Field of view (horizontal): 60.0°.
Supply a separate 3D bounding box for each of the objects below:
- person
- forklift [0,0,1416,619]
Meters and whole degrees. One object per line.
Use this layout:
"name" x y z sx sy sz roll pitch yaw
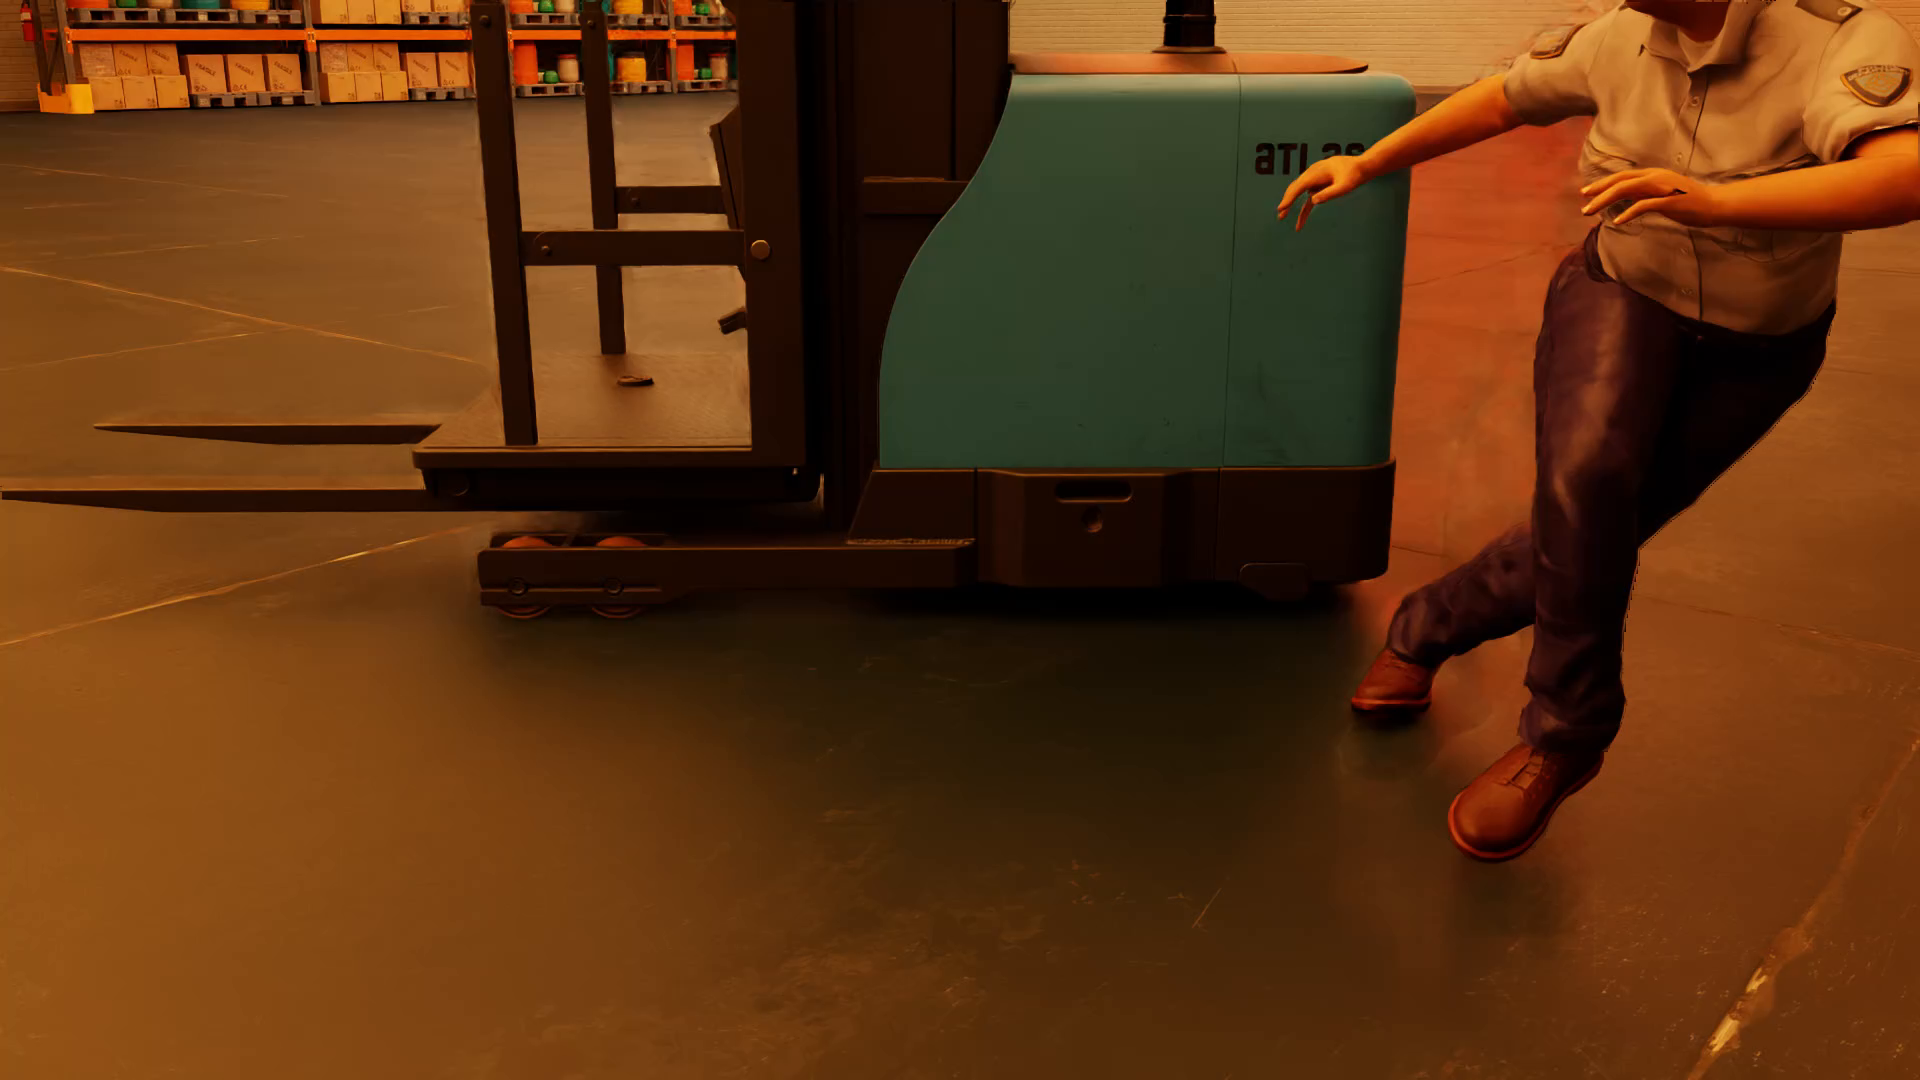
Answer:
"person" 0.864 -0.275 2.396 0.918 1.406 0.910 11 20 31
"forklift" -0.621 -1.395 3.492 3.031 2.935 1.130 0 17 -1
